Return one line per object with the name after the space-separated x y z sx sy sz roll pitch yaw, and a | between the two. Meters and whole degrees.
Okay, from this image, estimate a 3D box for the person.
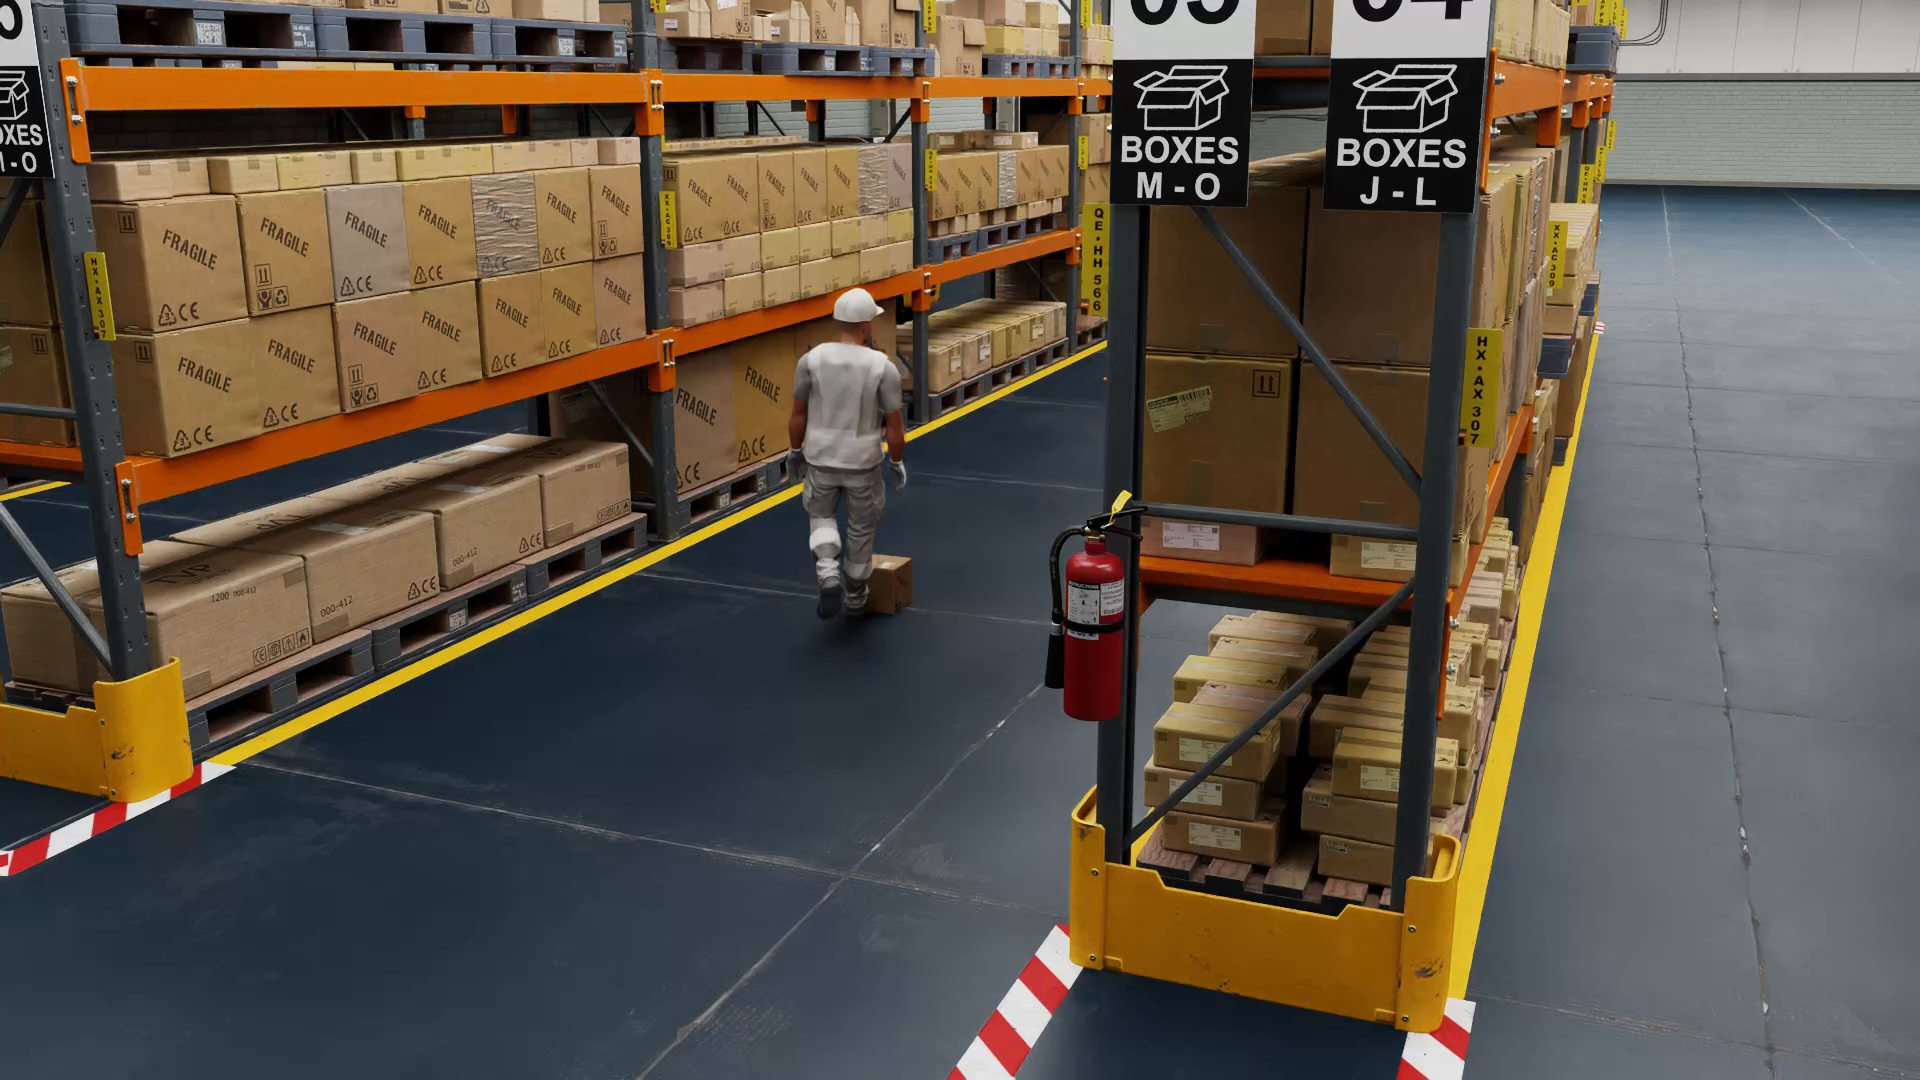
-0.569 -0.418 8.494 0.621 1.763 0.734 2 15 7 | person
